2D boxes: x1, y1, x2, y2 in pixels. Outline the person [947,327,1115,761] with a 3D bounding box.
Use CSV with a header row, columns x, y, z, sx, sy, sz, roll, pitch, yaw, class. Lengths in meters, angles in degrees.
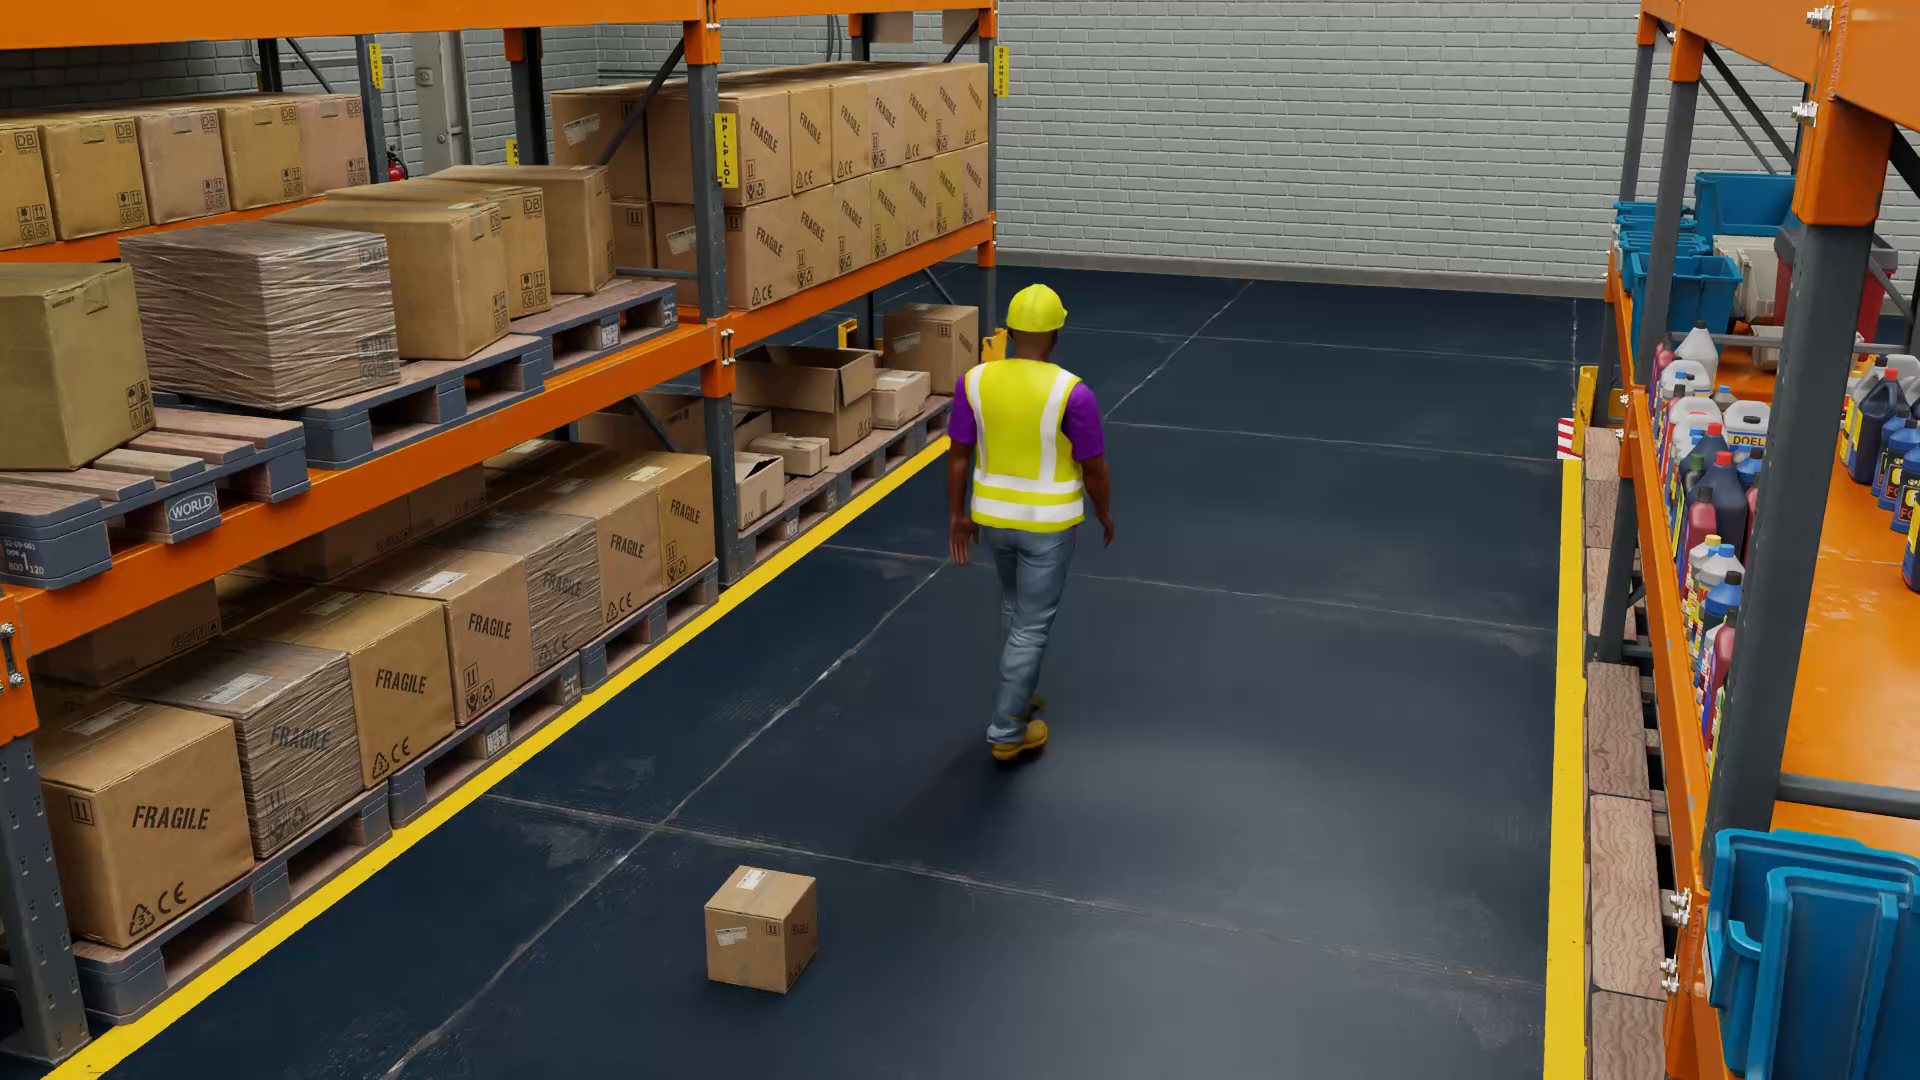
x,y,z,sx,sy,sz,roll,pitch,yaw,class
0.280,-0.039,6.229,0.583,1.779,0.692,11,21,29,person
